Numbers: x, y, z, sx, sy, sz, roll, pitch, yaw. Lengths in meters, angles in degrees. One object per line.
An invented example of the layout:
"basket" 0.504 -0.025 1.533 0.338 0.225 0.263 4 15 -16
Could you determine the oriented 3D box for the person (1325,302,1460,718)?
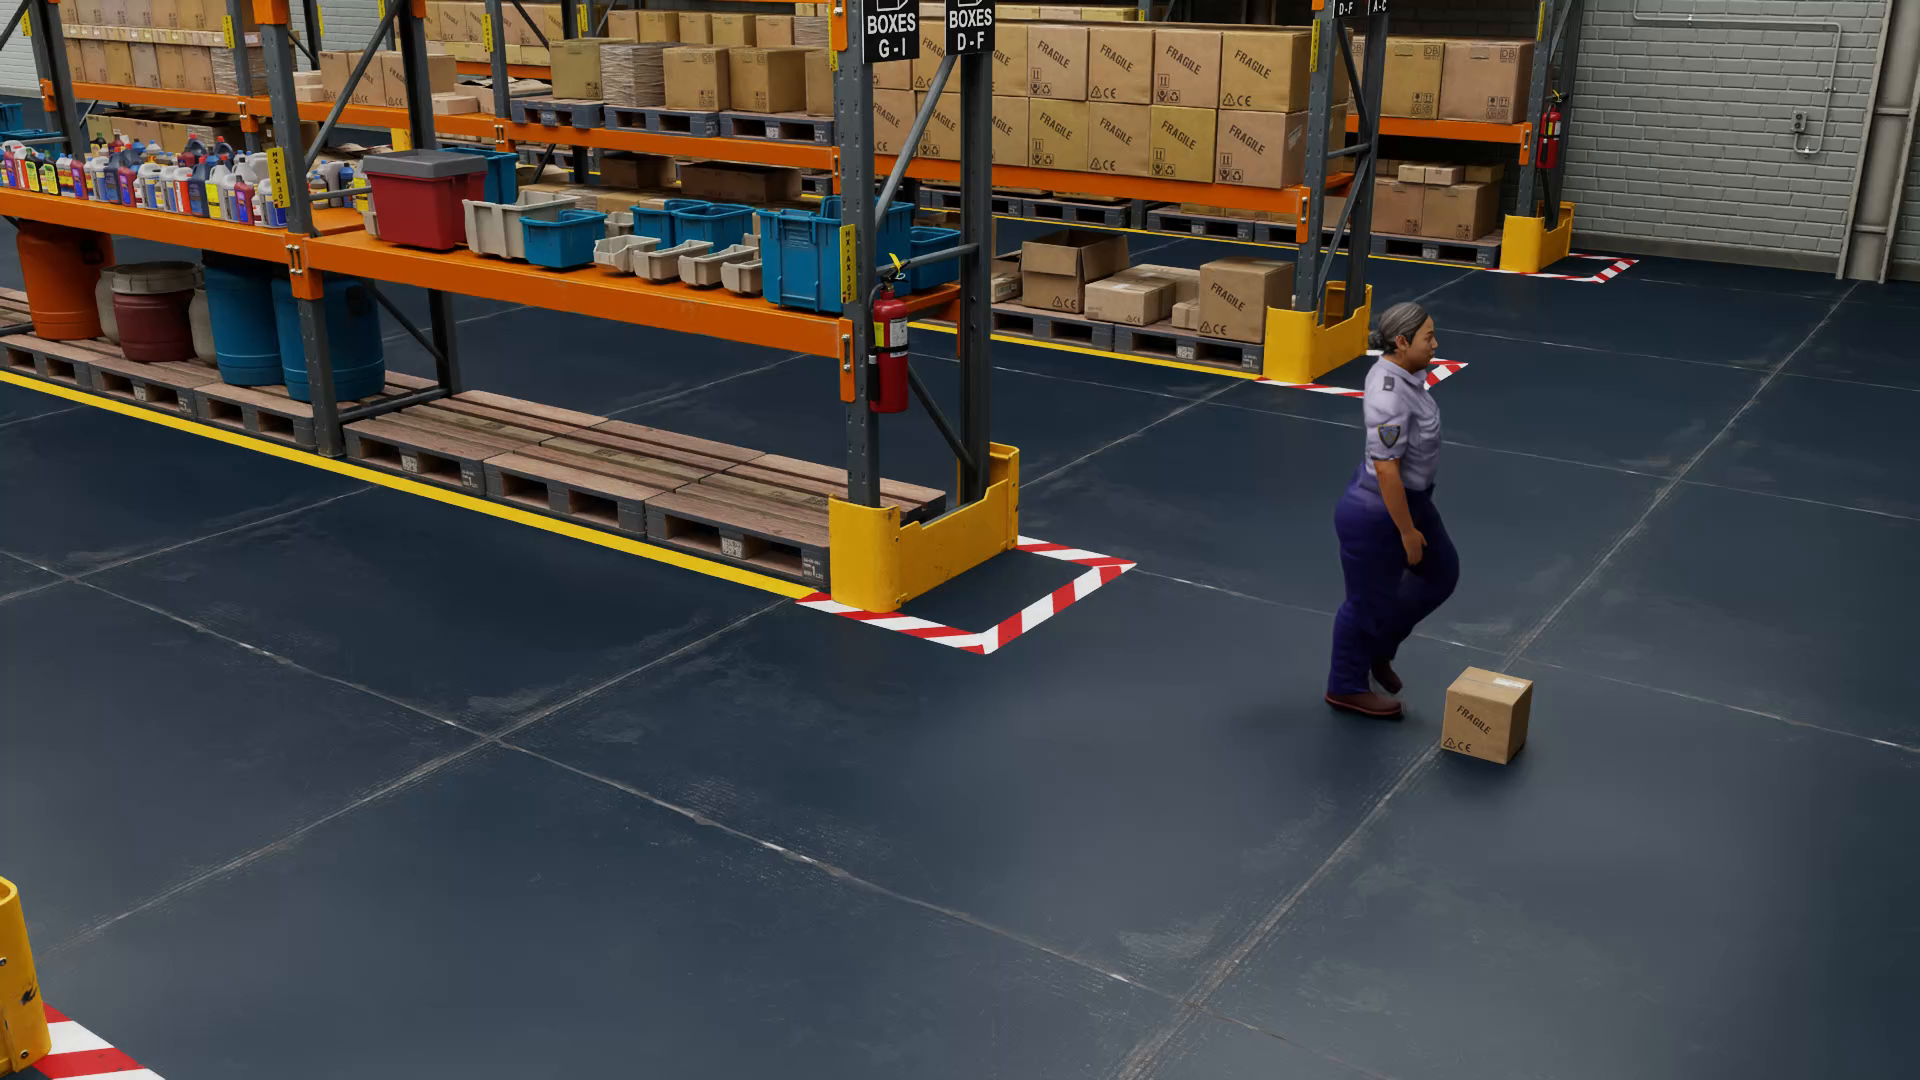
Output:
"person" 1.665 -0.089 6.299 0.460 1.652 0.551 8 21 20
